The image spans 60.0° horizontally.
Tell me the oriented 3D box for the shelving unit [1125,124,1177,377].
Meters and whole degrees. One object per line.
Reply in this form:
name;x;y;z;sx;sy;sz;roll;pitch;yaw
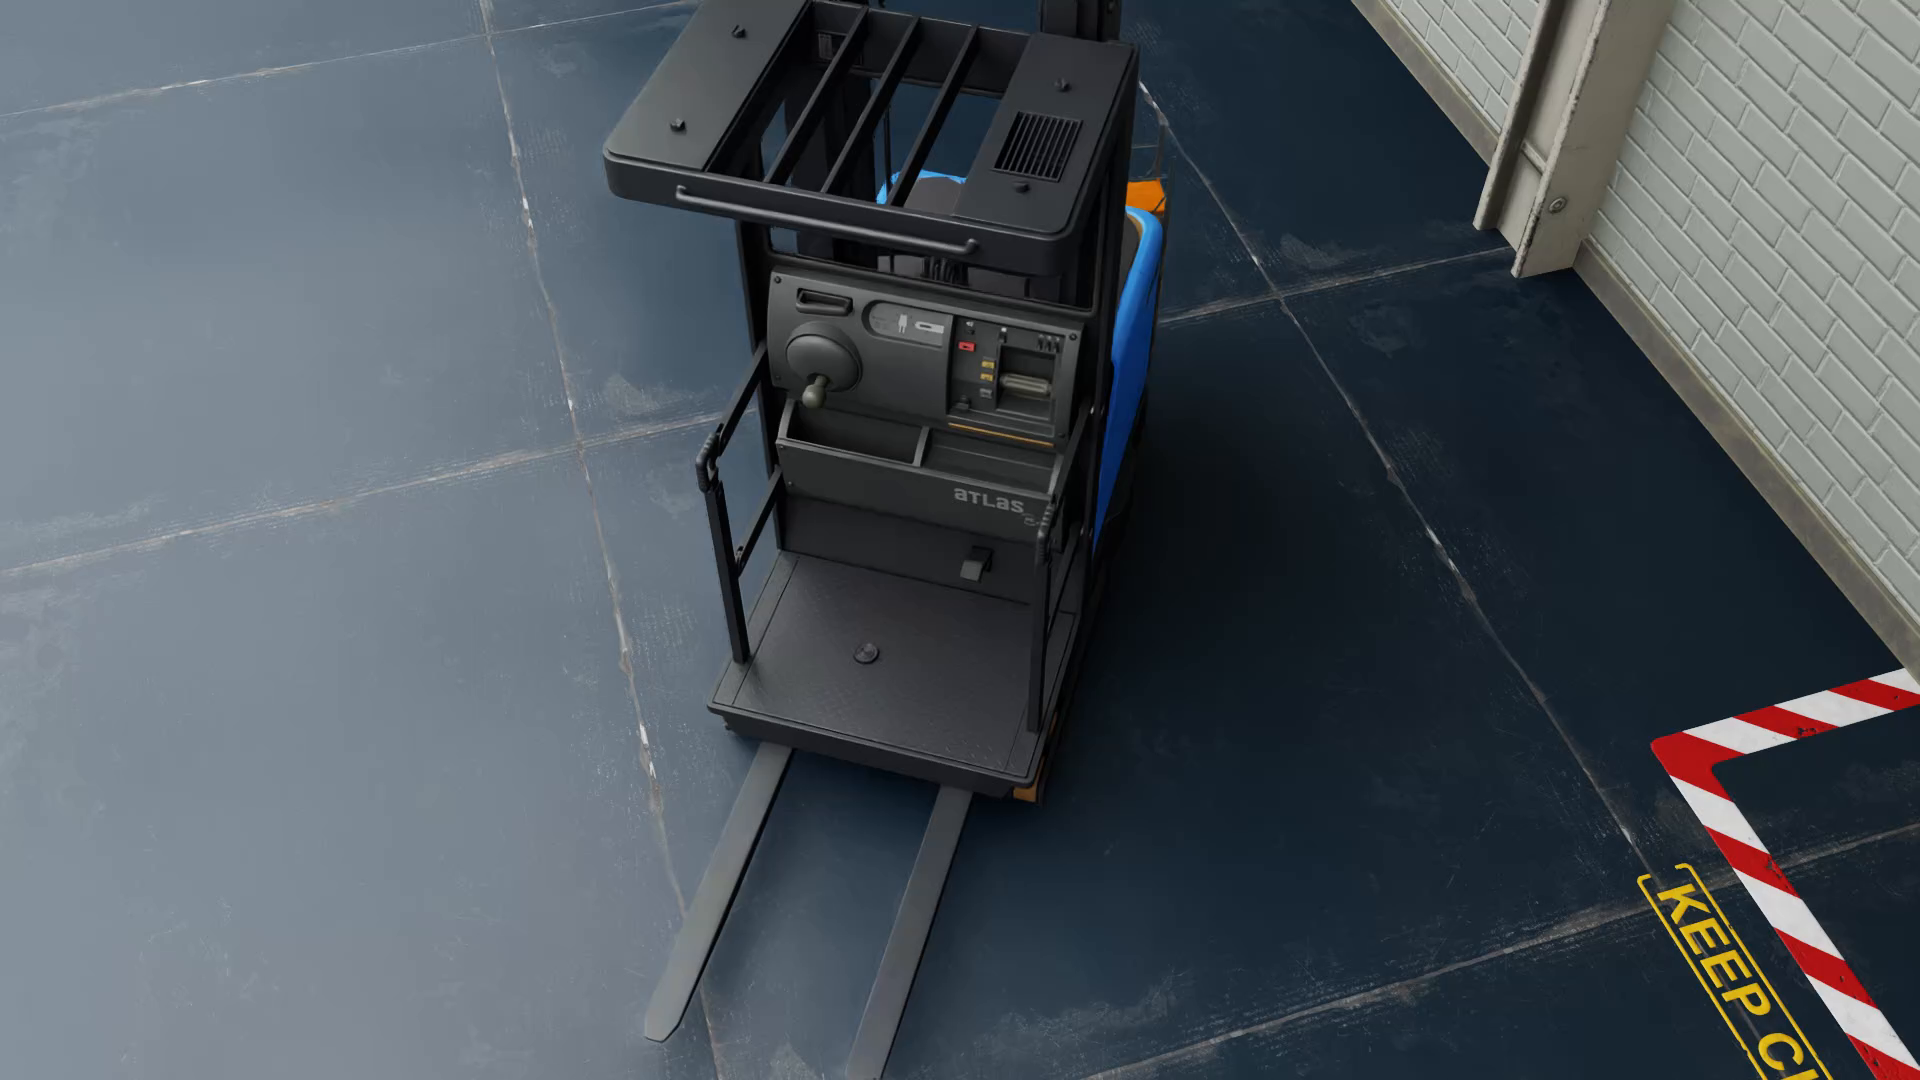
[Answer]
shelving unit;0.625;-1.013;6.318;0.258;1.200;0.189;-6;50;-5

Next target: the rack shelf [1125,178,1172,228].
rack shelf;0.625;-1.216;6.077;0.258;0.103;0.180;-6;50;-5

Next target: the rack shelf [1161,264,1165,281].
rack shelf;0.625;-1.061;6.261;0.258;0.103;0.180;-6;50;-5

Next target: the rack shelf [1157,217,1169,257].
rack shelf;0.625;-1.138;6.169;0.258;0.103;0.180;-6;50;-5

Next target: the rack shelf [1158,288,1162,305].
rack shelf;0.625;-0.984;6.352;0.258;0.103;0.180;-6;50;-5

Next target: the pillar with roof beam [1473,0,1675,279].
pillar with roof beam;-1.613;-3.238;3.094;9.100;9.000;0.400;-13;51;-11

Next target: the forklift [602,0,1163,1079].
forklift;-0.169;-0.421;4.688;1.130;2.935;3.031;12;51;10

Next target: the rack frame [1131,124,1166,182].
rack frame;0.613;-1.082;6.377;0.240;1.200;0.006;-6;50;-5

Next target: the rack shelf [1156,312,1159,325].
rack shelf;0.625;-0.907;6.444;0.258;0.103;0.180;-6;50;-5

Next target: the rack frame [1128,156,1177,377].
rack frame;0.637;-0.943;6.260;0.240;1.200;0.006;-6;50;-5

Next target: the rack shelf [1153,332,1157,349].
rack shelf;0.624;-0.830;6.536;0.258;0.103;0.180;-6;50;-5
